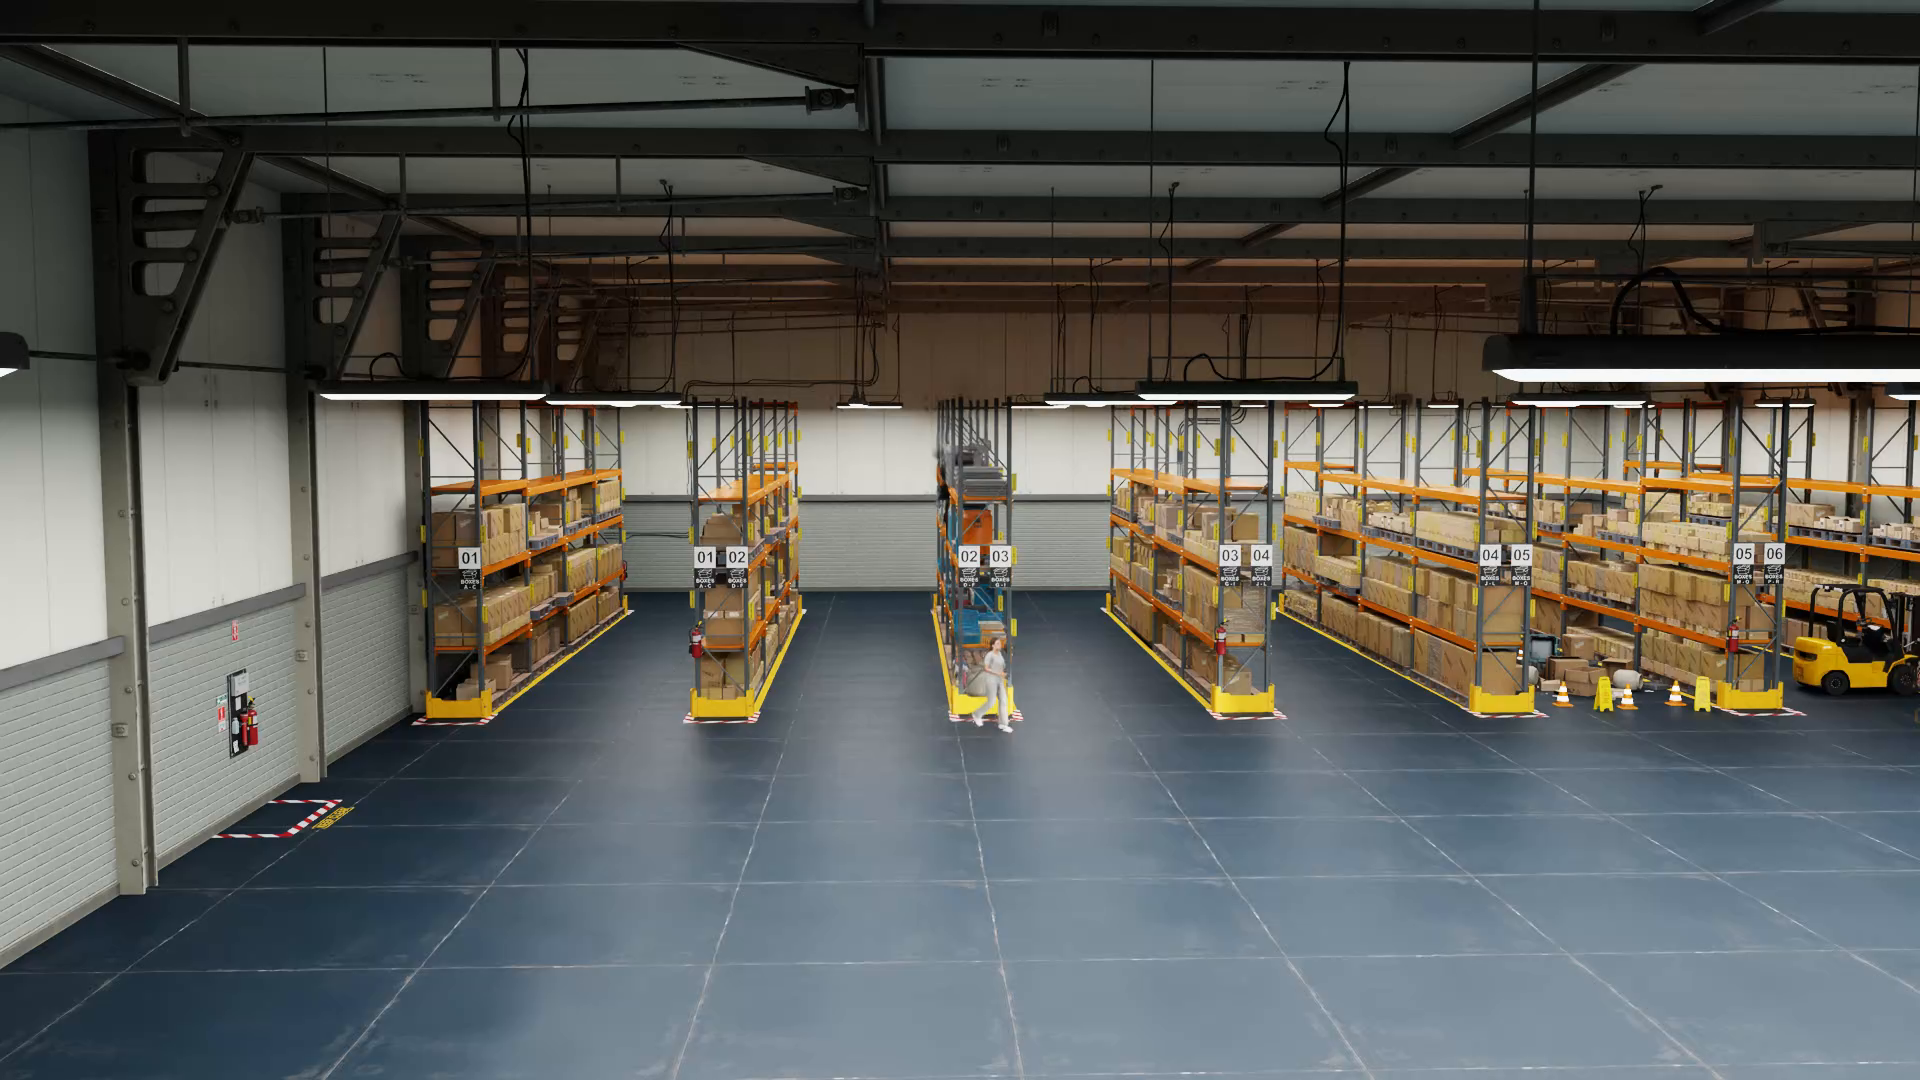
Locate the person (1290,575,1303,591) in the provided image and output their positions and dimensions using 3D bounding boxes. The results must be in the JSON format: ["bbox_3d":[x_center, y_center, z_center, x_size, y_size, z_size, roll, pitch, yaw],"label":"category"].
[{"bbox_3d":[9.990,1.107,48.769,0.677,1.730,0.723,2,5,20],"label":"person"}]

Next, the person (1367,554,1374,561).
[{"bbox_3d":[11.424,1.261,46.469,0.643,1.732,0.603,-1,4,-10],"label":"person"}]

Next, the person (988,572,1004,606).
[{"bbox_3d":[0.877,1.059,48.963,0.818,1.806,0.660,1,5,12],"label":"person"}]

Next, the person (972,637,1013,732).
[{"bbox_3d":[0.601,2.578,29.917,0.848,1.687,0.586,3,6,37],"label":"person"}]
